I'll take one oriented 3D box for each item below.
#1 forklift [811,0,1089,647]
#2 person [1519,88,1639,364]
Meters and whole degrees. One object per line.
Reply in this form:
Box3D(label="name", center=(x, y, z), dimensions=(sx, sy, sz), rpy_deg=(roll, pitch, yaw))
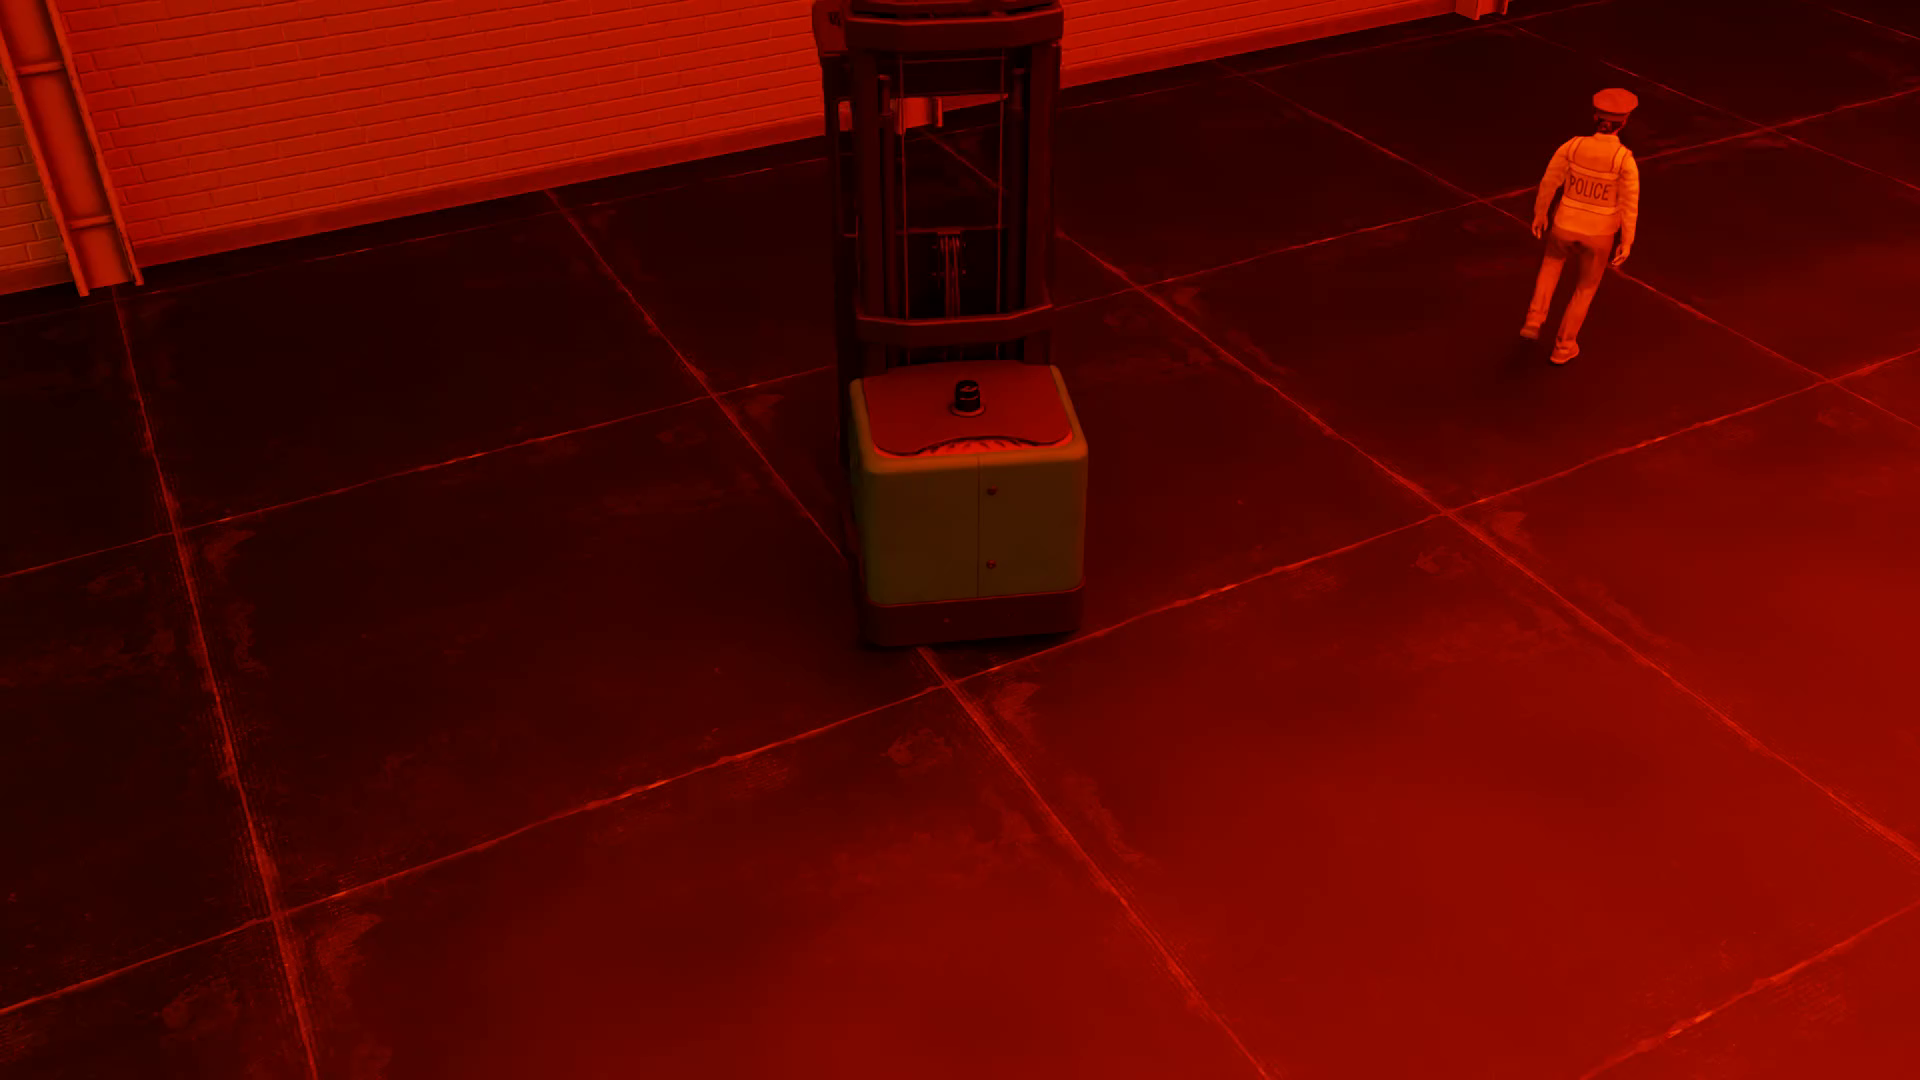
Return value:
Box3D(label="forklift", center=(-0.119, -1.534, 8.293), dimensions=(1.130, 2.935, 3.031), rpy_deg=(-5, 36, -6))
Box3D(label="person", center=(3.708, -1.863, 9.870), dimensions=(0.611, 1.652, 0.439), rpy_deg=(22, 41, 28))
